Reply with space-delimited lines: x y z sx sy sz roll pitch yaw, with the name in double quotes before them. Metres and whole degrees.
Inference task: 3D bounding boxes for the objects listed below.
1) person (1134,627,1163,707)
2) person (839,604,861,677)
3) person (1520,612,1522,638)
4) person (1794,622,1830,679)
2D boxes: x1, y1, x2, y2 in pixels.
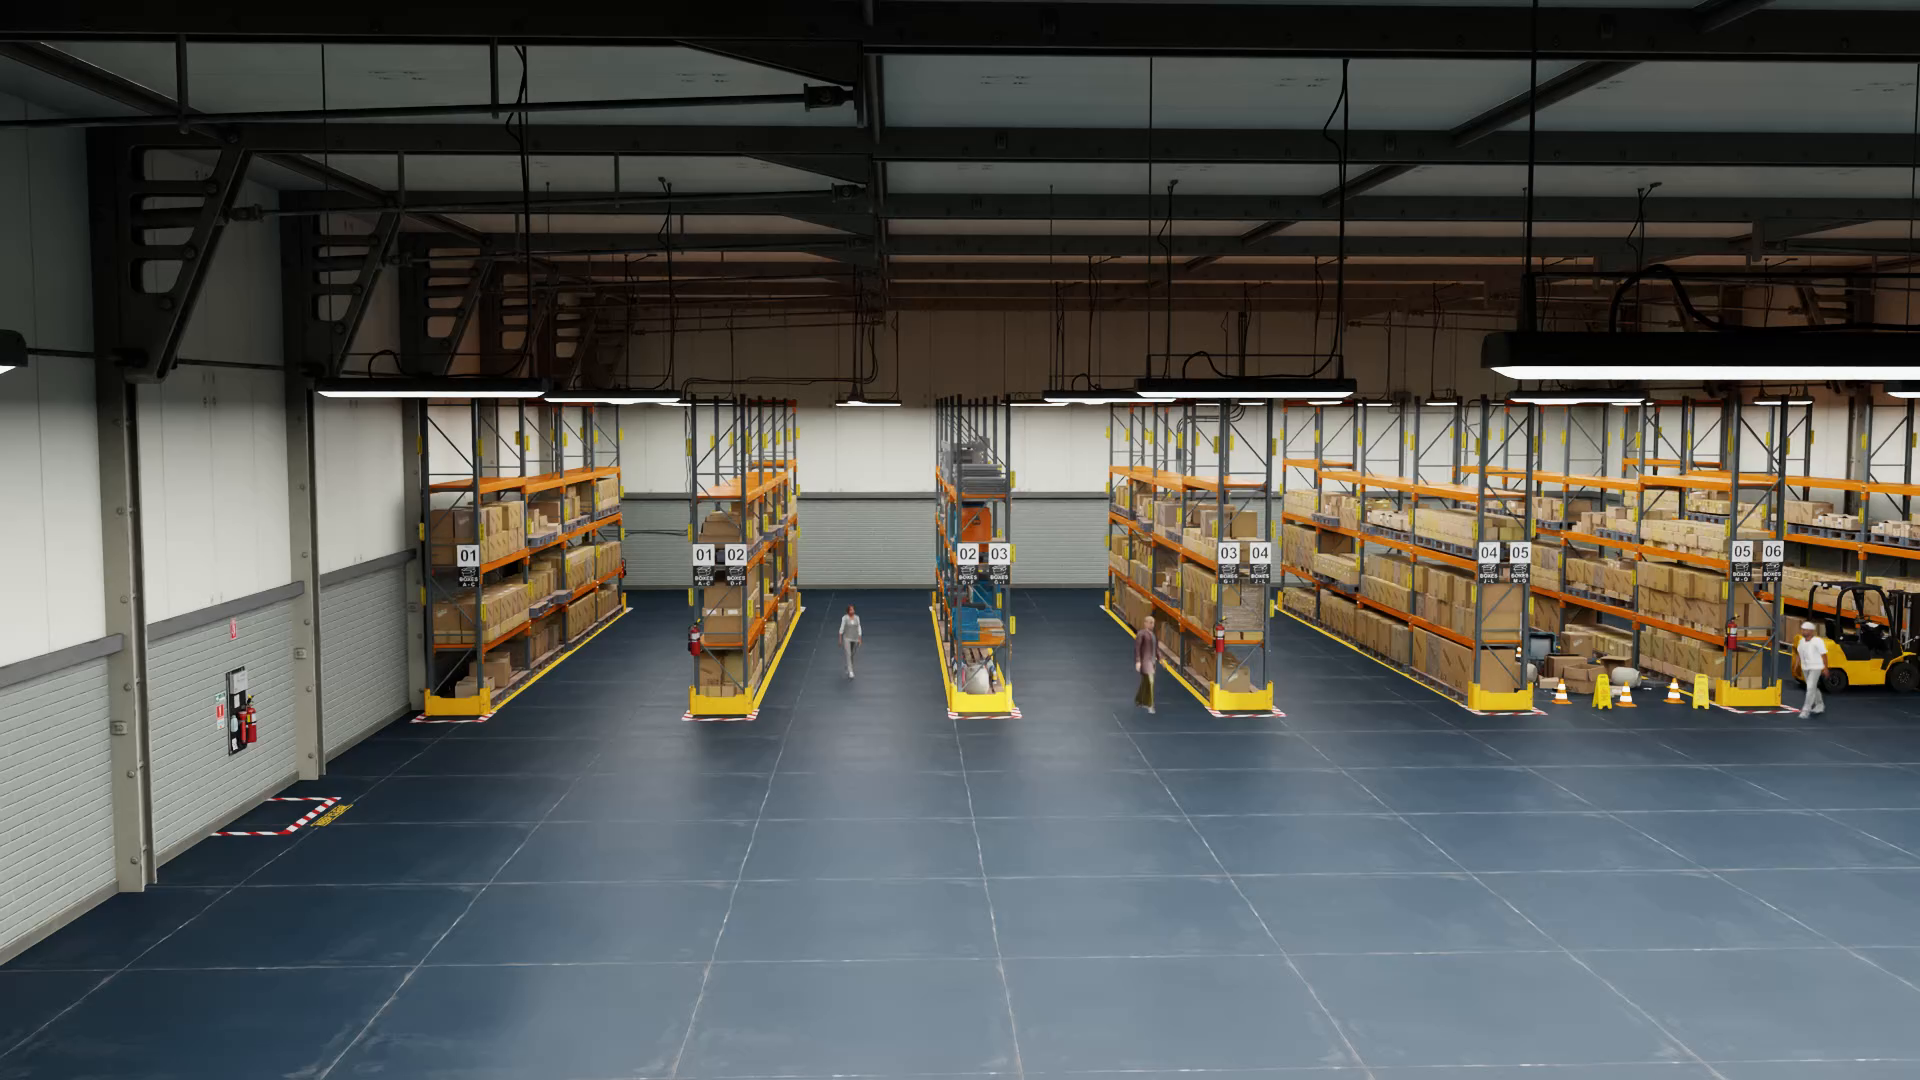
"person" 3.547 2.389 31.675 0.523 1.491 0.595 3 6 36
"person" -2.318 2.140 35.436 0.453 1.543 0.969 -2 5 -28
"person" 13.334 1.705 39.779 0.547 1.684 0.432 0 5 -3
"person" 15.880 2.055 31.034 0.479 1.036 0.596 -2 5 -20
